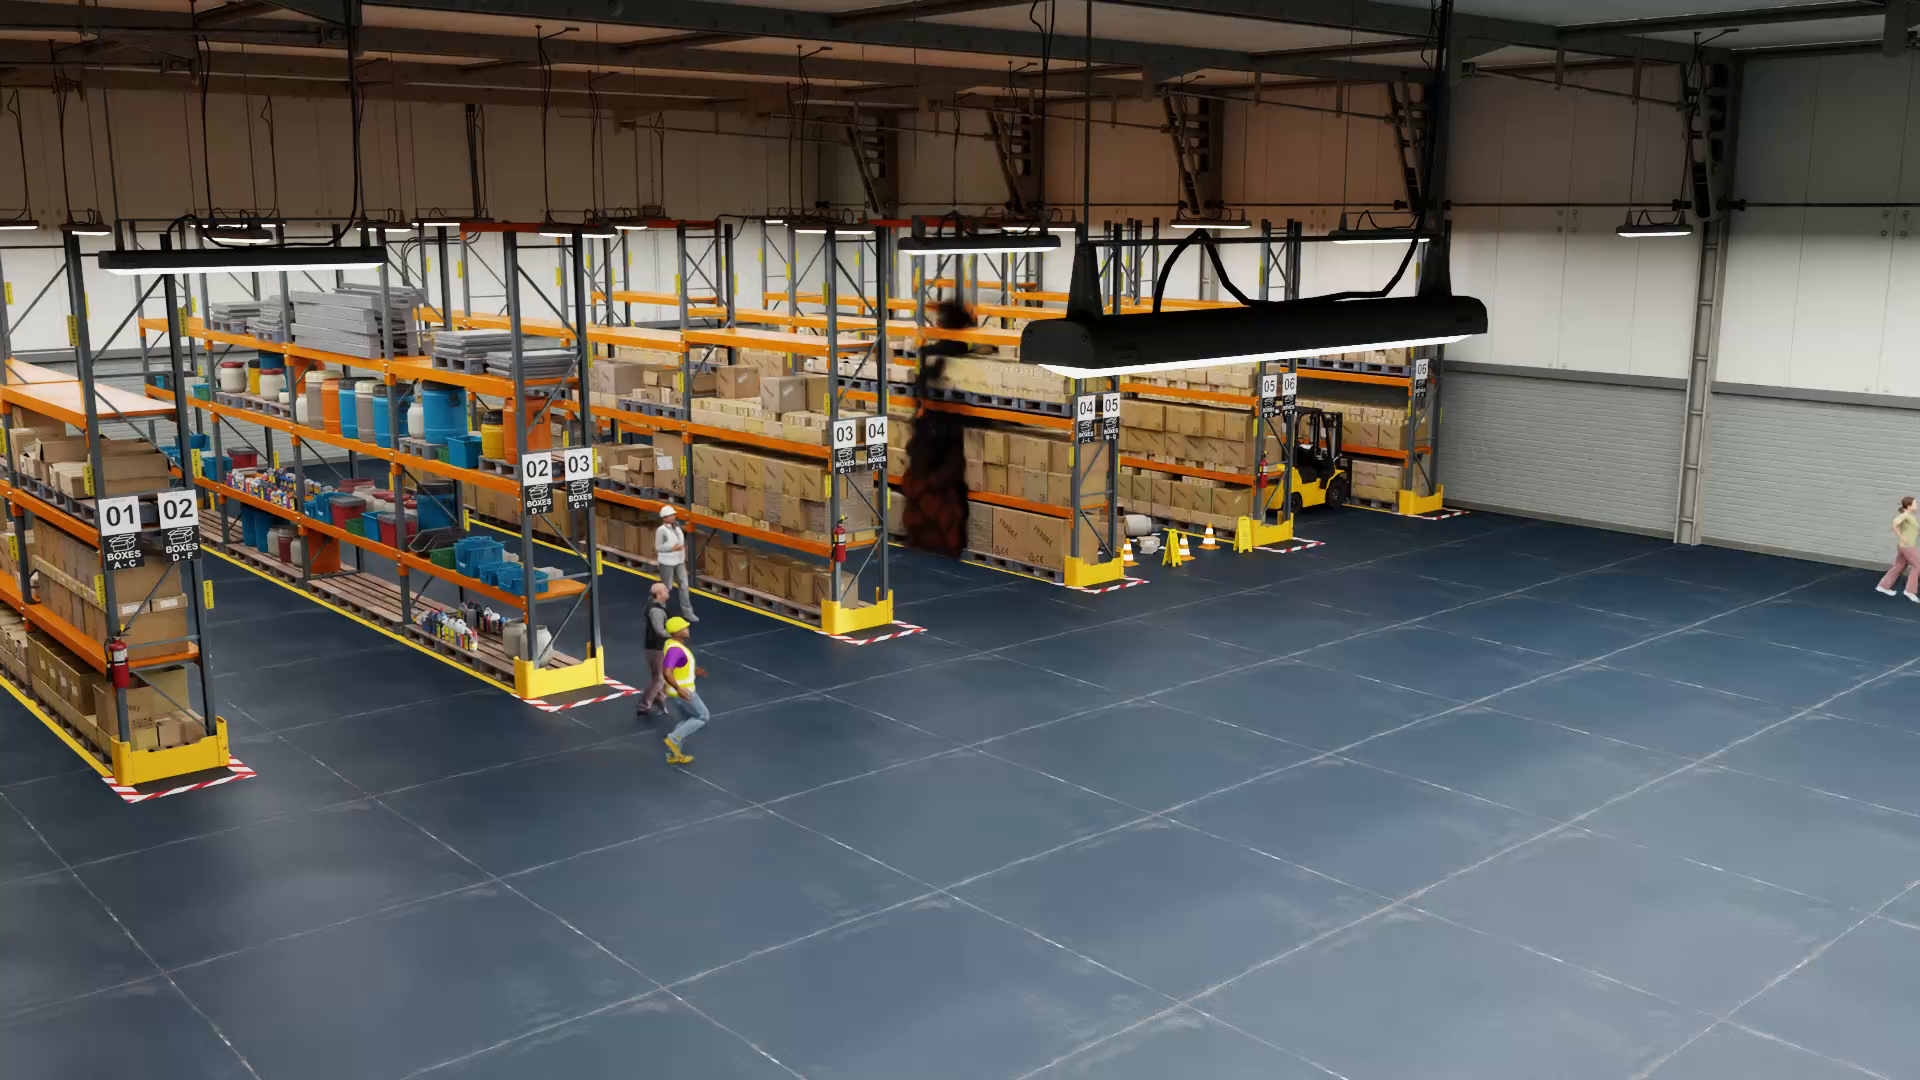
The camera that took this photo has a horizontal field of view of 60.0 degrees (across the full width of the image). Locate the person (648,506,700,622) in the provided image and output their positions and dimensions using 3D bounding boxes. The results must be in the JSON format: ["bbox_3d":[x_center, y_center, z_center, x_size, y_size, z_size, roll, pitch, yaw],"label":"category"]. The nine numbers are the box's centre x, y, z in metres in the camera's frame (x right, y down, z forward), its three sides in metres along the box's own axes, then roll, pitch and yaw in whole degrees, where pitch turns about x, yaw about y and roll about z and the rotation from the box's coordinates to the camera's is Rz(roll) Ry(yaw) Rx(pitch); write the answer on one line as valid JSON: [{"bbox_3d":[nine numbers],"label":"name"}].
[{"bbox_3d":[-4.430,0.352,25.520,0.950,1.776,0.657,8,14,33],"label":"person"}]

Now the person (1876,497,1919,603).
[{"bbox_3d":[15.288,0.147,26.913,0.690,1.722,0.560,6,13,26],"label":"person"}]

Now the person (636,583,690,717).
[{"bbox_3d":[-3.723,1.382,20.798,0.700,1.743,0.685,-1,12,-7],"label":"person"}]

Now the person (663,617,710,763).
[{"bbox_3d":[-3.142,1.713,19.028,0.574,1.720,0.707,-4,12,-17],"label":"person"}]
